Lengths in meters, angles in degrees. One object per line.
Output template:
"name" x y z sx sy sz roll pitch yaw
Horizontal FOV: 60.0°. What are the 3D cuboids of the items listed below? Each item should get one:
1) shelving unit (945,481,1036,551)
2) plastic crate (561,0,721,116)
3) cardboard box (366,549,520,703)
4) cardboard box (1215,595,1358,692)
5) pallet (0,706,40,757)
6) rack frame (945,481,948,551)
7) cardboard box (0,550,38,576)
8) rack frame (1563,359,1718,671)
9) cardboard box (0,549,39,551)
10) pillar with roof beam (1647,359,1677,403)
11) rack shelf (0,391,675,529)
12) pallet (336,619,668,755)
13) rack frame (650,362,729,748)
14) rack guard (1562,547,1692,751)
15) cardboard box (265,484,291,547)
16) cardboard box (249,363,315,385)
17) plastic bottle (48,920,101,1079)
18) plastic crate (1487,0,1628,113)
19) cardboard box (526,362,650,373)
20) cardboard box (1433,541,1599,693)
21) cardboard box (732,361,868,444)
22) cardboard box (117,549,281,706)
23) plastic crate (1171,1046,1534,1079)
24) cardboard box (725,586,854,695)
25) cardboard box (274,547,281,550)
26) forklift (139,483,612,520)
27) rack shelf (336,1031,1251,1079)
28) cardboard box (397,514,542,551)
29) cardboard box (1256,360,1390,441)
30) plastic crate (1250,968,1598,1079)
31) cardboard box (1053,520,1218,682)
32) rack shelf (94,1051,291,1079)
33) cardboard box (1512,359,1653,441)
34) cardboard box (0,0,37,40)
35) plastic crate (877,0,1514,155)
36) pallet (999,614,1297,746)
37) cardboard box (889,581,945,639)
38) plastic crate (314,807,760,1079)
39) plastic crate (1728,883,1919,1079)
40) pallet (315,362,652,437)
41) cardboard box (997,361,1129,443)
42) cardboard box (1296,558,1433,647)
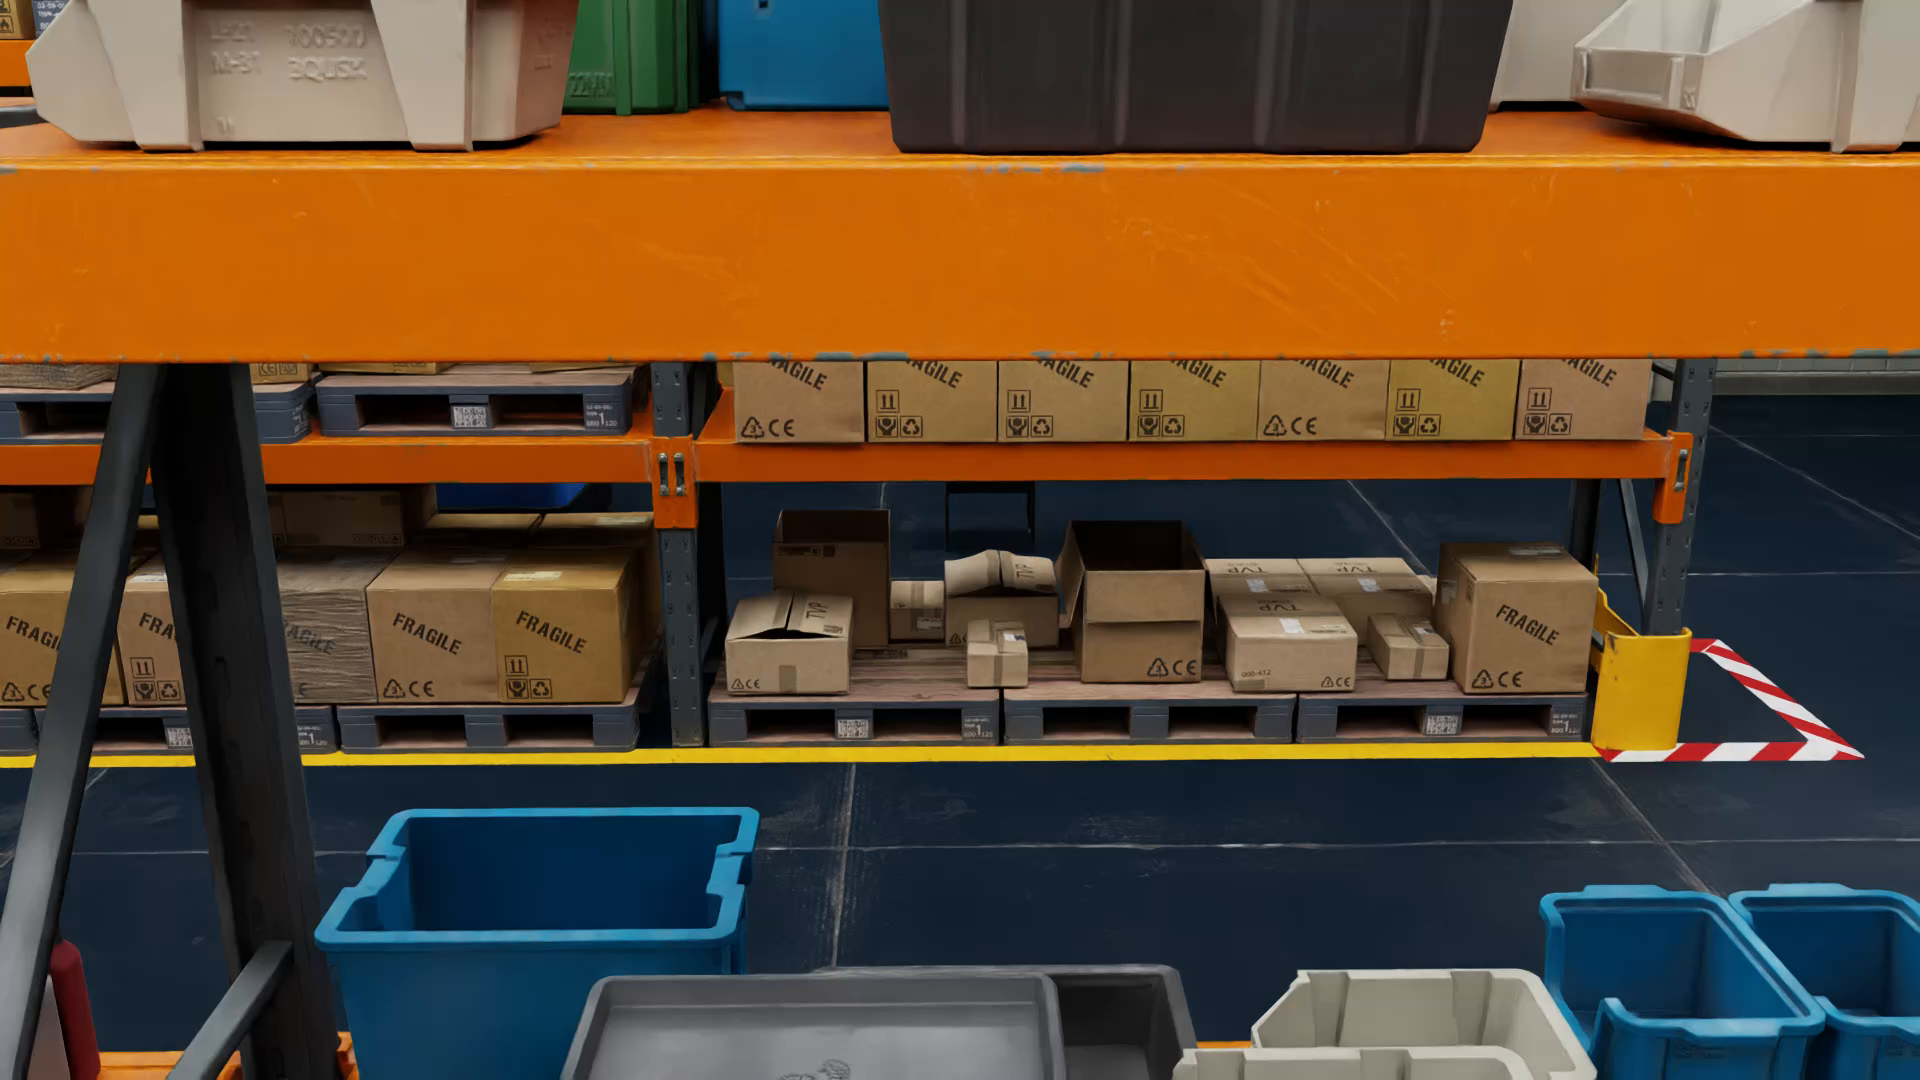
"shelving unit" 0.166 -1.001 9.229 0.503 2.100 0.431 0 18 -1
"plastic crate" -0.640 -0.630 2.036 0.662 0.188 0.450 0 18 -1
"cardboard box" -2.117 0.350 6.919 0.500 0.500 0.500 0 18 -1
"cardboard box" 1.376 0.433 7.069 0.500 0.250 0.500 0 18 -1
"pallet" -4.386 0.634 7.225 1.213 0.211 1.003 0 18 -1
"rack frame" -0.078 -0.999 9.226 0.015 2.100 0.400 0 18 -1
"cardboard box" -4.150 0.360 6.886 0.500 0.500 0.500 -1 18 -3
"rack frame" 2.866 -0.740 6.944 0.127 3.000 1.000 0 18 -1
"cardboard box" -4.201 0.203 7.376 0.500 0.500 0.500 0 18 1
"pillar with roof beam" 5.538 -4.072 7.509 0.400 9.000 9.100 0 18 -1
"rack shelf" -3.133 -0.369 6.964 4.000 0.370 1.077 0 18 -1
"pallet" -1.946 0.622 7.262 1.213 0.211 1.003 0 18 -1
"rack frame" -1.133 -0.721 6.884 0.127 3.000 1.000 0 18 -1
"rack guard" 2.790 0.450 7.325 0.348 0.500 1.175 0 18 -1
"cardboard box" -3.122 -0.162 7.286 0.500 0.250 0.500 -1 18 -2
"cardboard box" -2.899 -0.941 6.719 0.500 0.500 0.700 -5 18 -15
"plastic bottle" -1.432 0.719 2.586 0.133 0.283 0.061 0 18 -1
"plastic crate" 0.720 -0.683 2.048 0.530 0.282 0.437 0 18 -1
"cardboard box" -1.610 -1.034 7.010 0.500 0.500 0.700 -6 19 -19
"cardboard box" 2.326 0.318 7.016 0.500 0.500 0.500 0 18 -1
"cardboard box" -0.619 -0.688 6.617 0.500 0.500 0.500 0 18 1
"cardboard box" -3.126 0.355 6.902 0.500 0.500 0.500 -1 18 -3
"plastic crate" 0.471 0.869 2.024 0.530 0.282 0.437 0 18 -1
"cardboard box" -0.710 0.414 7.028 0.500 0.311 0.500 0 18 -1
"cardboard box" -3.159 0.196 7.397 0.500 0.500 0.500 -1 18 -3
"forklift" -3.635 -1.455 9.284 3.031 2.935 1.130 1 18 3
"rack shelf" 0.941 1.125 2.308 4.000 0.370 1.077 0 18 -1
"cardboard box" -2.154 0.194 7.405 0.500 0.500 0.500 0 18 0
"cardboard box" 1.405 -0.698 6.650 0.500 0.500 0.500 0 18 0
"plastic crate" 0.678 0.789 2.511 0.466 0.136 0.293 0 18 -1
"cardboard box" 0.745 0.248 7.231 0.637 0.503 0.797 0 18 -1
"rack shelf" -3.059 1.144 2.248 4.000 0.370 1.077 0 18 -1
"cardboard box" 2.423 -0.702 6.663 0.500 0.500 0.500 0 18 1
"cardboard box" -3.667 -2.195 6.405 0.500 0.500 0.910 0 18 -1
"plastic crate" 0.188 -0.496 1.487 0.590 0.269 0.497 0 18 -1
"pallet" 0.776 0.597 7.341 1.213 0.211 1.003 0 18 -1
"cardboard box" -0.194 0.318 7.594 0.250 0.149 0.380 0 18 -1
"plastic crate" -0.597 0.665 2.493 0.575 0.384 0.392 0 18 -1
"plastic crate" 1.372 0.731 2.534 0.300 0.233 0.416 0 18 -1
"pallet" -1.934 -0.659 7.005 1.213 0.211 1.003 0 18 -1
"cardboard box" 0.393 -0.693 6.633 0.500 0.500 0.500 0 18 -1
"cardboard box" 1.818 0.278 7.551 0.500 0.250 0.500 0 18 -1
